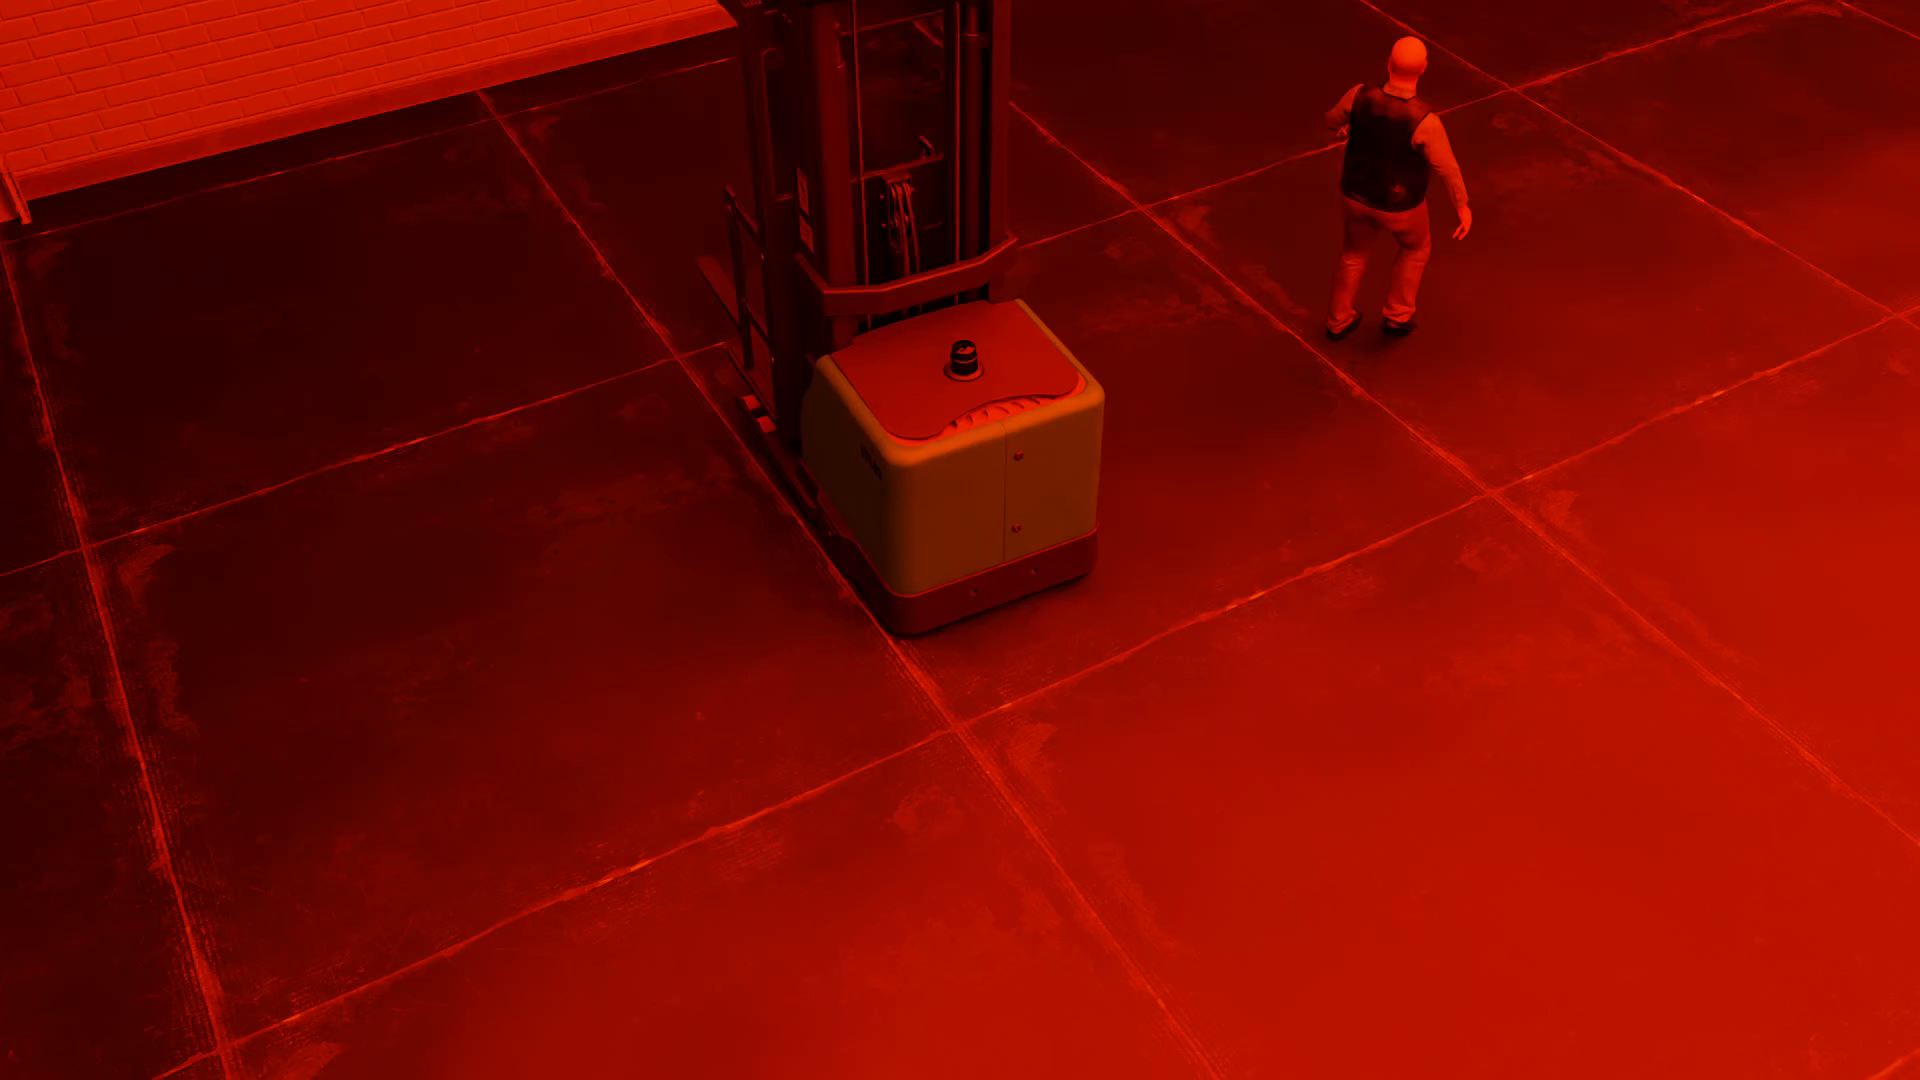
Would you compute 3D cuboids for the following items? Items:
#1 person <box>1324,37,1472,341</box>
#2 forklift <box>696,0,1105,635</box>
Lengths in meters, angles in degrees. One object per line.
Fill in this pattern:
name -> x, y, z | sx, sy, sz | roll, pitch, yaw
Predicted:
person -> 2.213, -1.777, 8.560 | 0.927, 1.748, 0.519 | 32, 51, 30
forklift -> -0.485, -1.658, 7.486 | 1.130, 2.935, 3.031 | -19, 46, -19
